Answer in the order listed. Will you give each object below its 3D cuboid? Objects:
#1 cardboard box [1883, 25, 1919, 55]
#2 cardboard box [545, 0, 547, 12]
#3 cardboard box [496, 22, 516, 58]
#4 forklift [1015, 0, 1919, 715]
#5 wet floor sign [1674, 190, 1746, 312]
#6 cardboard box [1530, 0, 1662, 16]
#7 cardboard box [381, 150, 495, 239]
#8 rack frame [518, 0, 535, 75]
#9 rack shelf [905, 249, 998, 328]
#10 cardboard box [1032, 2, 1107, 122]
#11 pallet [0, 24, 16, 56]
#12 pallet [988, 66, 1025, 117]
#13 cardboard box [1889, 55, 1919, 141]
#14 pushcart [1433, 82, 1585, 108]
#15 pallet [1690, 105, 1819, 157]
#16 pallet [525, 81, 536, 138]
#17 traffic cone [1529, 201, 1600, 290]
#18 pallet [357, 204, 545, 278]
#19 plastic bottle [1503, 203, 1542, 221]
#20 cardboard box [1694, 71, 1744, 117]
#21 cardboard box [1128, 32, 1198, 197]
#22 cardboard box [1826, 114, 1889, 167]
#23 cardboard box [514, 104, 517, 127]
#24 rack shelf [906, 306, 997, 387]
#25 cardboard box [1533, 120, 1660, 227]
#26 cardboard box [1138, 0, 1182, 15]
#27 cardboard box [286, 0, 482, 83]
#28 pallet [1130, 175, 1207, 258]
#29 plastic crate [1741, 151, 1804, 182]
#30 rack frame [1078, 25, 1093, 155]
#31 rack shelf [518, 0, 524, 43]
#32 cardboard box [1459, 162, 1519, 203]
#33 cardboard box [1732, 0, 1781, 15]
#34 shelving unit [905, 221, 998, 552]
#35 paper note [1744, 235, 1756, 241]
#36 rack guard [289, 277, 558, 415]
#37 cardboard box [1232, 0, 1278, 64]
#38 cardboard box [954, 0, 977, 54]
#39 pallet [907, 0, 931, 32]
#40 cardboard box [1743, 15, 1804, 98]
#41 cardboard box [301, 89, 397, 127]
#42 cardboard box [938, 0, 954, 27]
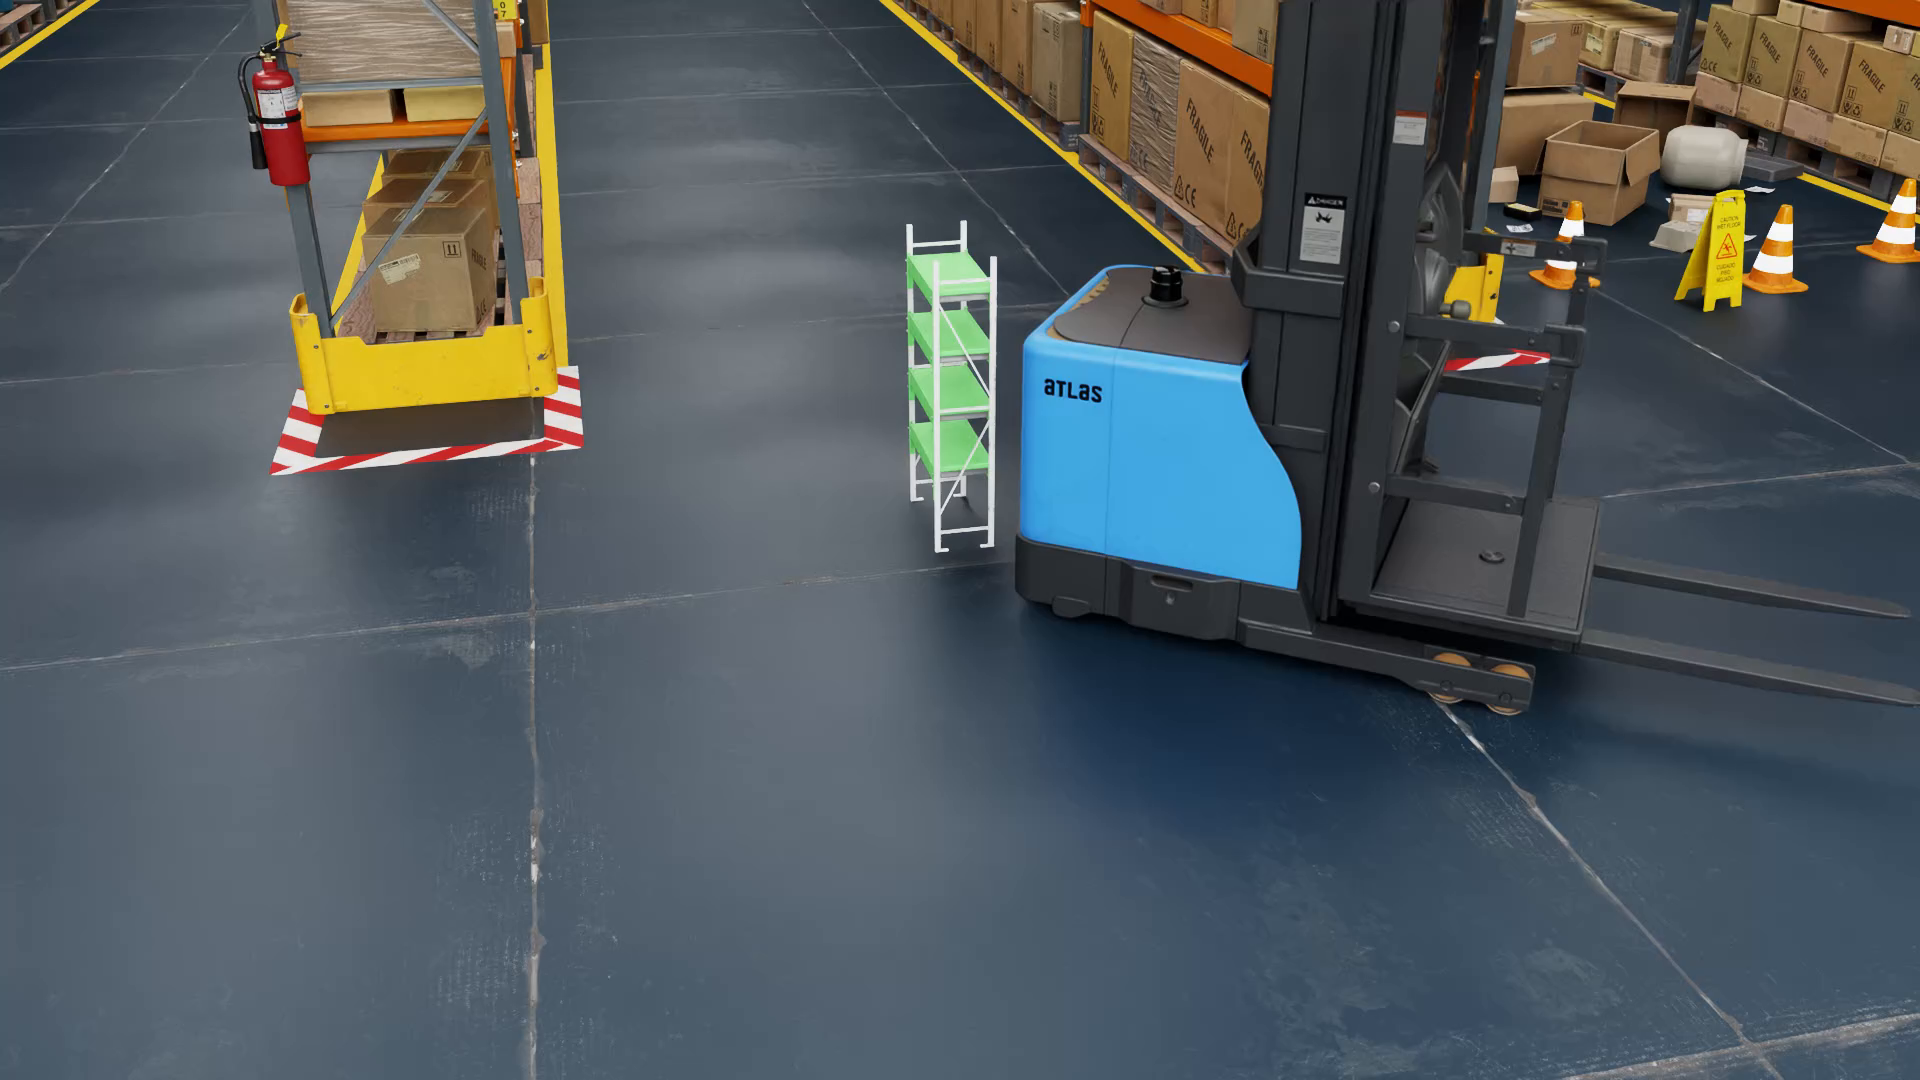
[{"bbox_3d":[6.397,-3.330,11.051,0.380,0.149,0.250,-5,27,-9],"label":"cardboard box"},{"bbox_3d":[-4.902,-5.869,16.940,1.225,0.875,0.875,-7,28,-13],"label":"cardboard box"},{"bbox_3d":[-2.640,-2.738,9.125,0.380,0.149,0.250,-6,27,-12],"label":"cardboard box"},{"bbox_3d":[1.772,-0.993,5.464,3.031,2.935,1.130,11,29,20],"label":"forklift"},{"bbox_3d":[4.227,-1.630,9.262,0.267,0.644,0.232,-11,29,-20],"label":"wet floor sign"},{"bbox_3d":[5.745,-4.660,15.104,0.950,0.372,0.625,-5,27,-10],"label":"cardboard box"},{"bbox_3d":[-2.979,-1.916,9.525,0.500,0.500,0.500,-3,27,-7],"label":"cardboard box"},{"bbox_3d":[-4.367,-5.545,14.407,1.000,3.000,0.127,-6,27,-12],"label":"rack frame"},{"bbox_3d":[-0.037,-0.980,6.436,0.258,0.148,0.480,-6,27,-12],"label":"rack shelf"},{"bbox_3d":[1.162,-3.695,12.772,1.050,0.750,0.750,-6,27,-12],"label":"cardboard box"},{"bbox_3d":[-9.682,-4.674,15.775,1.003,0.211,1.213,-6,27,-12],"label":"pallet"},{"bbox_3d":[0.864,-3.871,14.185,1.003,0.211,1.213,-6,27,-12],"label":"pallet"},{"bbox_3d":[6.535,-2.888,10.896,0.500,0.500,0.500,-5,27,-10],"label":"cardboard box"},{"bbox_3d":[3.979,-3.371,13.010,1.648,0.377,0.936,-16,31,-29],"label":"pushcart"},{"bbox_3d":[6.375,-3.259,12.973,1.003,0.211,1.213,-6,27,-12],"label":"pallet"},{"bbox_3d":[-3.921,-3.422,13.296,1.003,0.211,1.213,-6,27,-12],"label":"pallet"},{"bbox_3d":[3.555,-1.737,9.678,0.336,0.463,0.334,-6,27,-12],"label":"traffic cone"},{"bbox_3d":[-3.001,-1.716,9.916,1.003,0.211,1.213,-6,27,-12],"label":"pallet"},{"bbox_3d":[3.691,-2.175,10.991,0.133,0.061,0.283,-16,31,-29],"label":"plastic bottle"},{"bbox_3d":[6.059,-3.469,12.879,0.500,0.250,0.500,-7,28,-14],"label":"cardboard box"},{"bbox_3d":[1.670,-2.809,10.878,0.875,0.875,0.875,-6,27,-11],"label":"cardboard box"},{"bbox_3d":[6.414,-2.784,11.523,0.500,0.250,0.500,-7,28,-13],"label":"cardboard box"},{"bbox_3d":[-3.672,-3.352,12.349,0.700,0.500,0.500,-6,27,-12],"label":"cardboard box"},{"bbox_3d":[-0.037,-0.766,6.544,0.258,0.148,0.480,-6,27,-12],"label":"rack shelf"},{"bbox_3d":[4.229,-2.439,11.023,0.637,0.503,0.797,19,32,32],"label":"cardboard box"},{"bbox_3d":[1.637,-3.666,10.518,0.875,0.550,0.550,-6,27,-12],"label":"cardboard box"},{"bbox_3d":[-2.661,-2.455,7.843,0.875,0.500,0.500,-6,27,-12],"label":"cardboard box"},{"bbox_3d":[1.763,-2.125,10.726,1.003,0.211,1.213,-6,27,-12],"label":"pallet"},{"bbox_3d":[5.744,-2.719,12.049,0.402,0.080,0.583,-16,31,-29],"label":"plastic crate"},{"bbox_3d":[1.390,-4.248,11.838,1.000,3.000,0.127,-6,27,-12],"label":"rack frame"},{"bbox_3d":[-3.916,-4.346,12.829,1.077,0.370,4.000,-6,27,-12],"label":"rack shelf"},{"bbox_3d":[3.571,-2.460,11.329,0.396,0.266,0.258,-1,27,-3],"label":"cardboard box"},{"bbox_3d":[6.029,-4.032,12.443,0.380,0.149,0.250,-6,27,-11],"label":"cardboard box"},{"bbox_3d":[-0.037,-0.608,6.624,0.258,1.200,0.503,-6,27,-12],"label":"shelving unit"},{"bbox_3d":[4.939,-1.927,10.533,0.148,0.019,0.142,-16,31,-29],"label":"paper note"},{"bbox_3d":[-2.581,-0.950,8.078,1.175,0.500,0.348,-6,27,-12],"label":"rack guard"},{"bbox_3d":[2.018,-2.957,9.112,0.875,0.550,0.550,-6,27,-12],"label":"cardboard box"},{"bbox_3d":[0.538,-4.911,15.181,1.050,0.750,0.750,-6,27,-12],"label":"cardboard box"},{"bbox_3d":[0.042,-5.637,17.684,1.003,0.211,1.213,-6,27,-12],"label":"pallet"},{"bbox_3d":[6.192,-3.570,12.247,0.500,0.500,0.500,-5,27,-10],"label":"cardboard box"},{"bbox_3d":[-2.829,-2.025,7.712,0.380,0.149,0.250,-6,27,-12],"label":"cardboard box"},{"bbox_3d":[0.085,-5.338,16.305,0.500,0.500,0.500,-6,27,-12],"label":"cardboard box"}]
